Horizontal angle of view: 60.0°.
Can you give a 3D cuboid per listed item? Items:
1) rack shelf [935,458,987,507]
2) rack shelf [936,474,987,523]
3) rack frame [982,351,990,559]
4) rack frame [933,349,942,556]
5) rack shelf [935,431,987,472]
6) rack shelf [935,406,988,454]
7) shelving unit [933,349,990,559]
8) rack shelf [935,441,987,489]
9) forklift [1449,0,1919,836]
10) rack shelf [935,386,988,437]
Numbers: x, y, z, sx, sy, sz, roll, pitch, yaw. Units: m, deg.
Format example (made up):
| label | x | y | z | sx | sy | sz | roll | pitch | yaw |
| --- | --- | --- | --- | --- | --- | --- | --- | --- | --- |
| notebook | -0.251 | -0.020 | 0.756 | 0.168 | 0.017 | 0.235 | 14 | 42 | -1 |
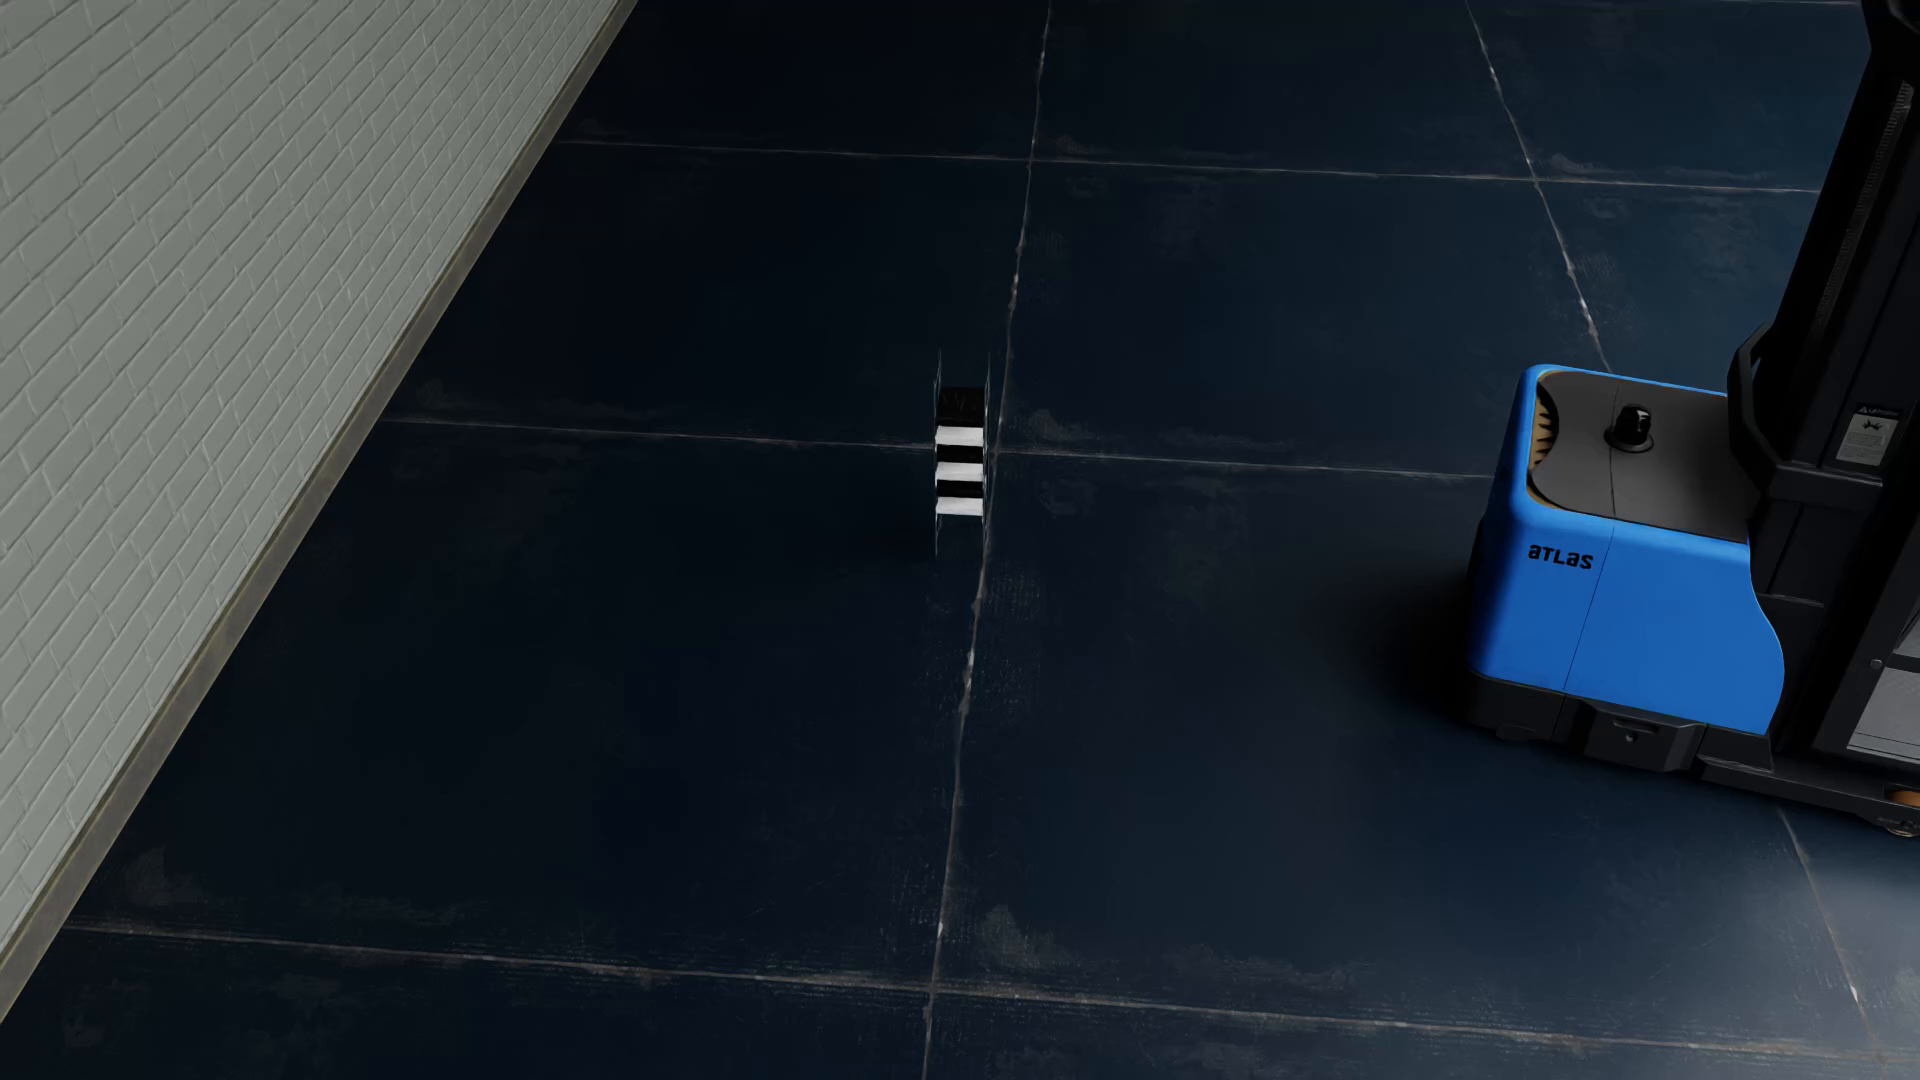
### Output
| label | x | y | z | sx | sy | sz | roll | pitch | yaw |
| --- | --- | --- | --- | --- | --- | --- | --- | --- | --- |
| rack shelf | 0.008 | -0.253 | 7.043 | 0.200 | 0.077 | 0.258 | 3 | 39 | 4 |
| rack shelf | 0.008 | -0.183 | 7.100 | 0.200 | 0.077 | 0.258 | 3 | 39 | 4 |
| rack frame | 0.109 | -0.343 | 6.959 | 0.006 | 0.900 | 0.240 | 3 | 39 | 4 |
| rack frame | -0.093 | -0.354 | 6.972 | 0.006 | 0.900 | 0.240 | 3 | 39 | 4 |
| rack shelf | 0.008 | -0.393 | 6.930 | 0.200 | 0.077 | 0.258 | 3 | 39 | 4 |
| rack shelf | 0.008 | -0.462 | 6.873 | 0.200 | 0.077 | 0.258 | 3 | 39 | 4 |
| shelving unit | 0.008 | -0.349 | 6.965 | 0.210 | 0.900 | 0.258 | 3 | 39 | 4 |
| rack shelf | 0.008 | -0.323 | 6.986 | 0.200 | 0.077 | 0.258 | 3 | 39 | 4 |
| forklift | 3.447 | -0.418 | 5.442 | 3.031 | 2.935 | 1.130 | 12 | 41 | 14 |
| rack shelf | 0.008 | -0.532 | 6.816 | 0.200 | 0.077 | 0.258 | 3 | 39 | 4 |
